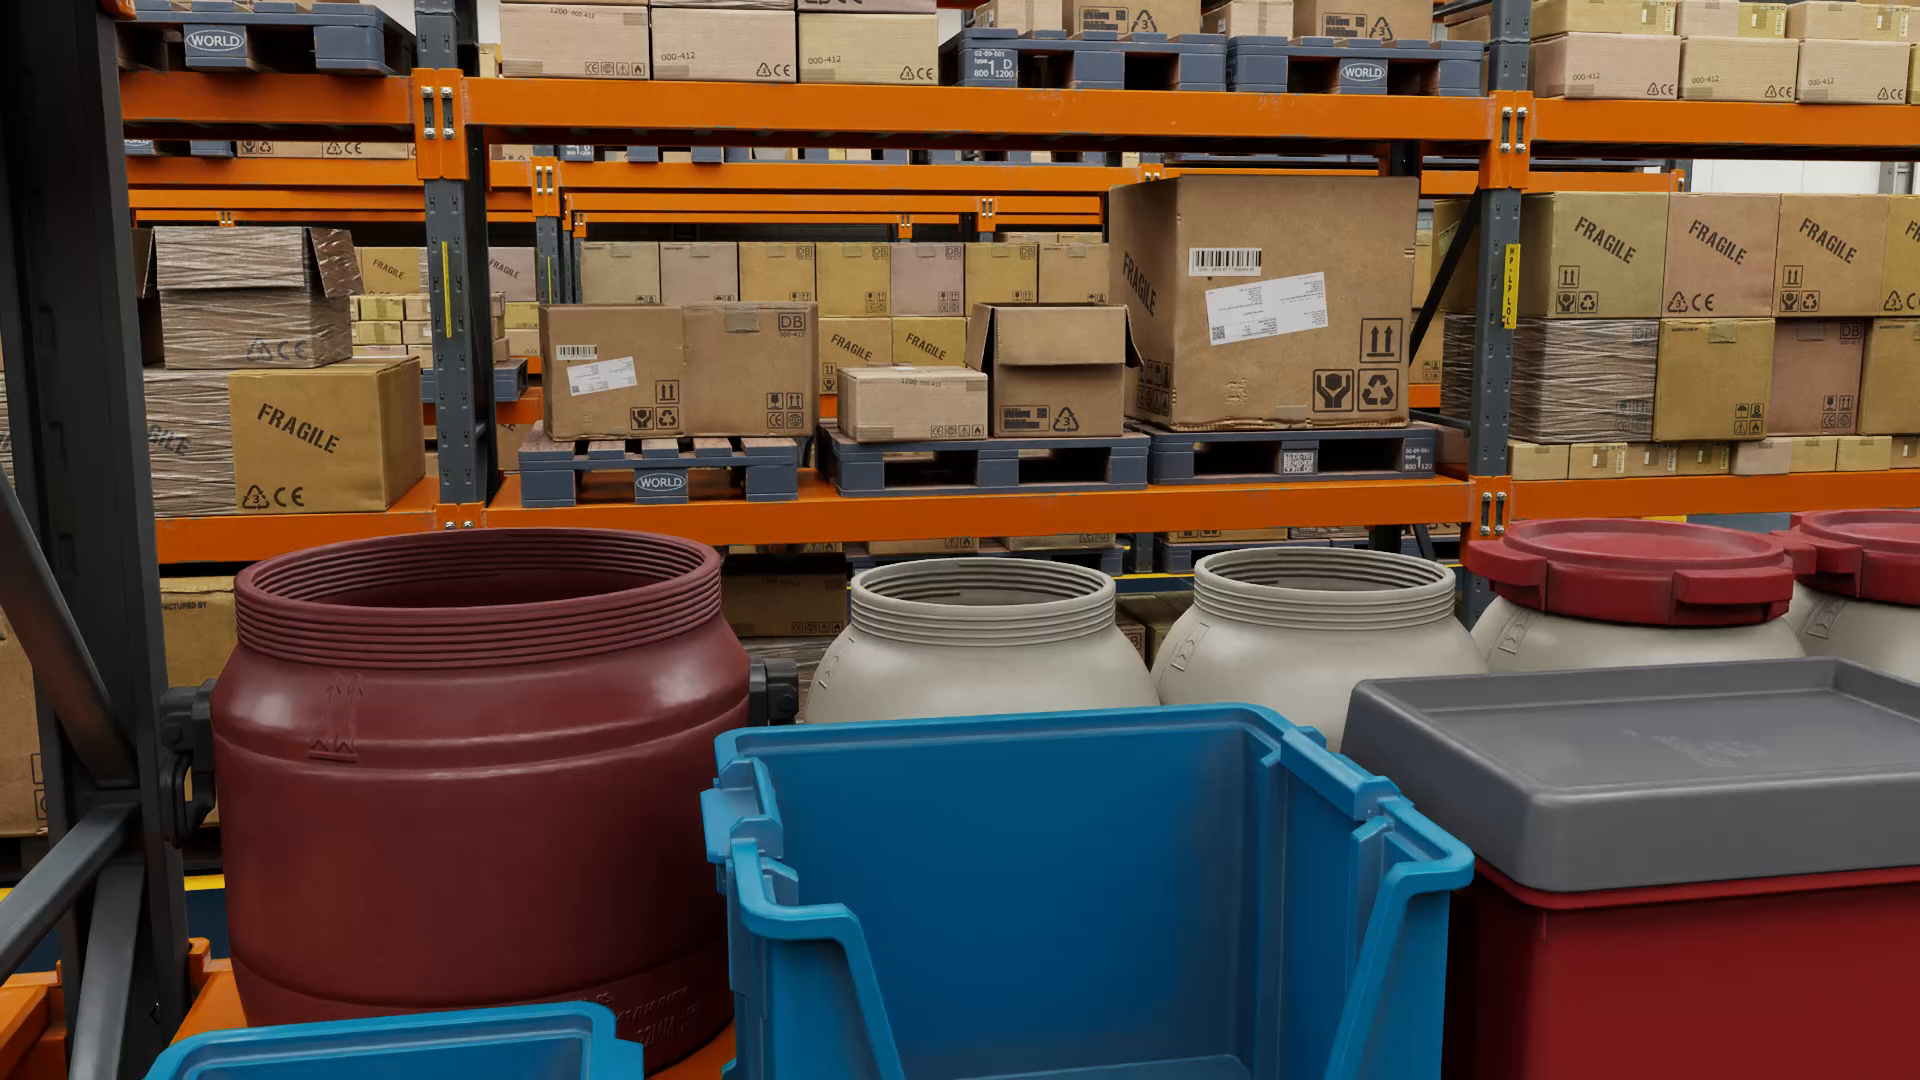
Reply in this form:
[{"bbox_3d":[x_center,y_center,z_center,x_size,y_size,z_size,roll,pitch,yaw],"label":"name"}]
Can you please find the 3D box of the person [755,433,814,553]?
[{"bbox_3d":[-0.917,-0.067,8.484,0.364,1.754,0.532,-2,10,-10],"label":"person"}]
